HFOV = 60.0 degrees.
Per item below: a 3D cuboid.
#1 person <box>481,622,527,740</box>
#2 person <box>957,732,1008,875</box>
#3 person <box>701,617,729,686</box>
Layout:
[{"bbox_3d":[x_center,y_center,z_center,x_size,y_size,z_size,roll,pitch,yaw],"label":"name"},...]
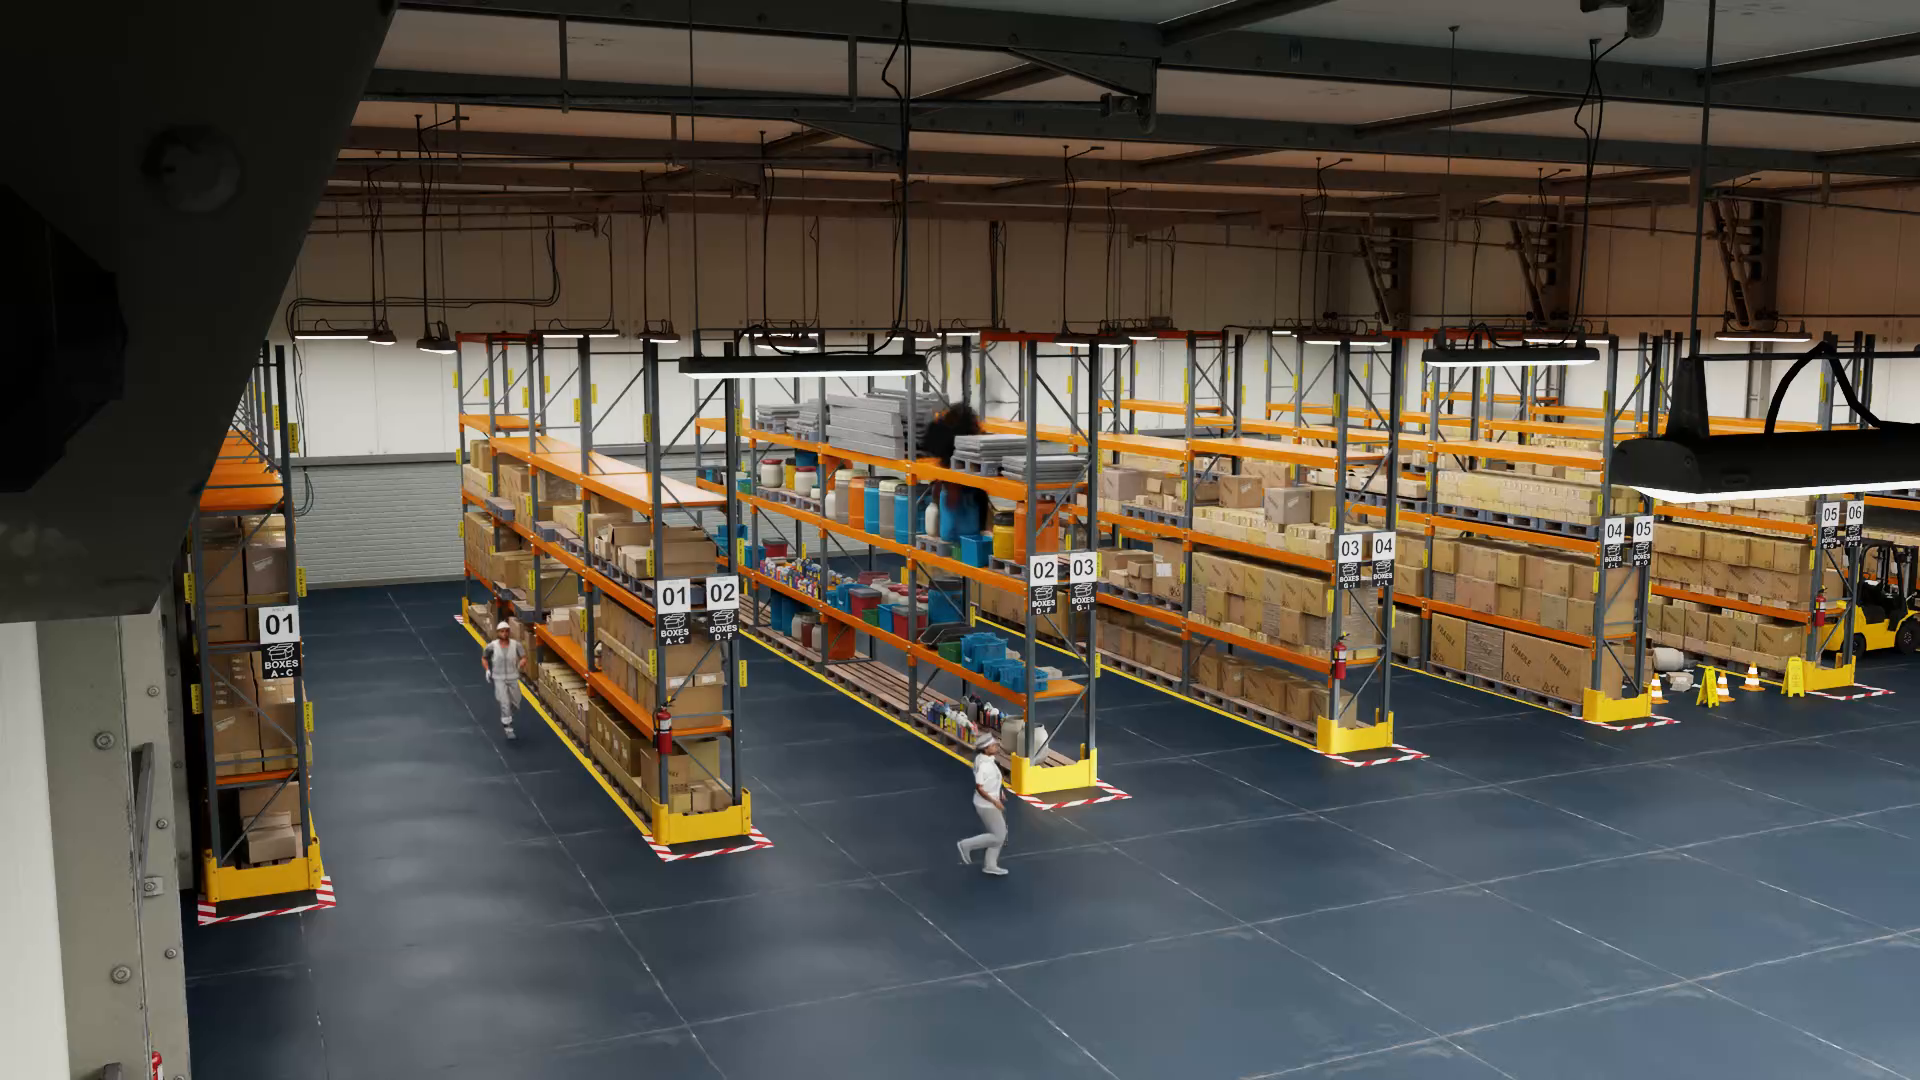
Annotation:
[{"bbox_3d":[-6.850,2.093,25.047,0.657,1.755,0.760,-3,8,-23],"label":"person"},{"bbox_3d":[0.255,2.990,18.863,0.591,1.667,0.586,0,8,-3],"label":"person"},{"bbox_3d":[-4.201,1.704,28.658,0.544,1.556,0.705,-5,9,-32],"label":"person"}]
